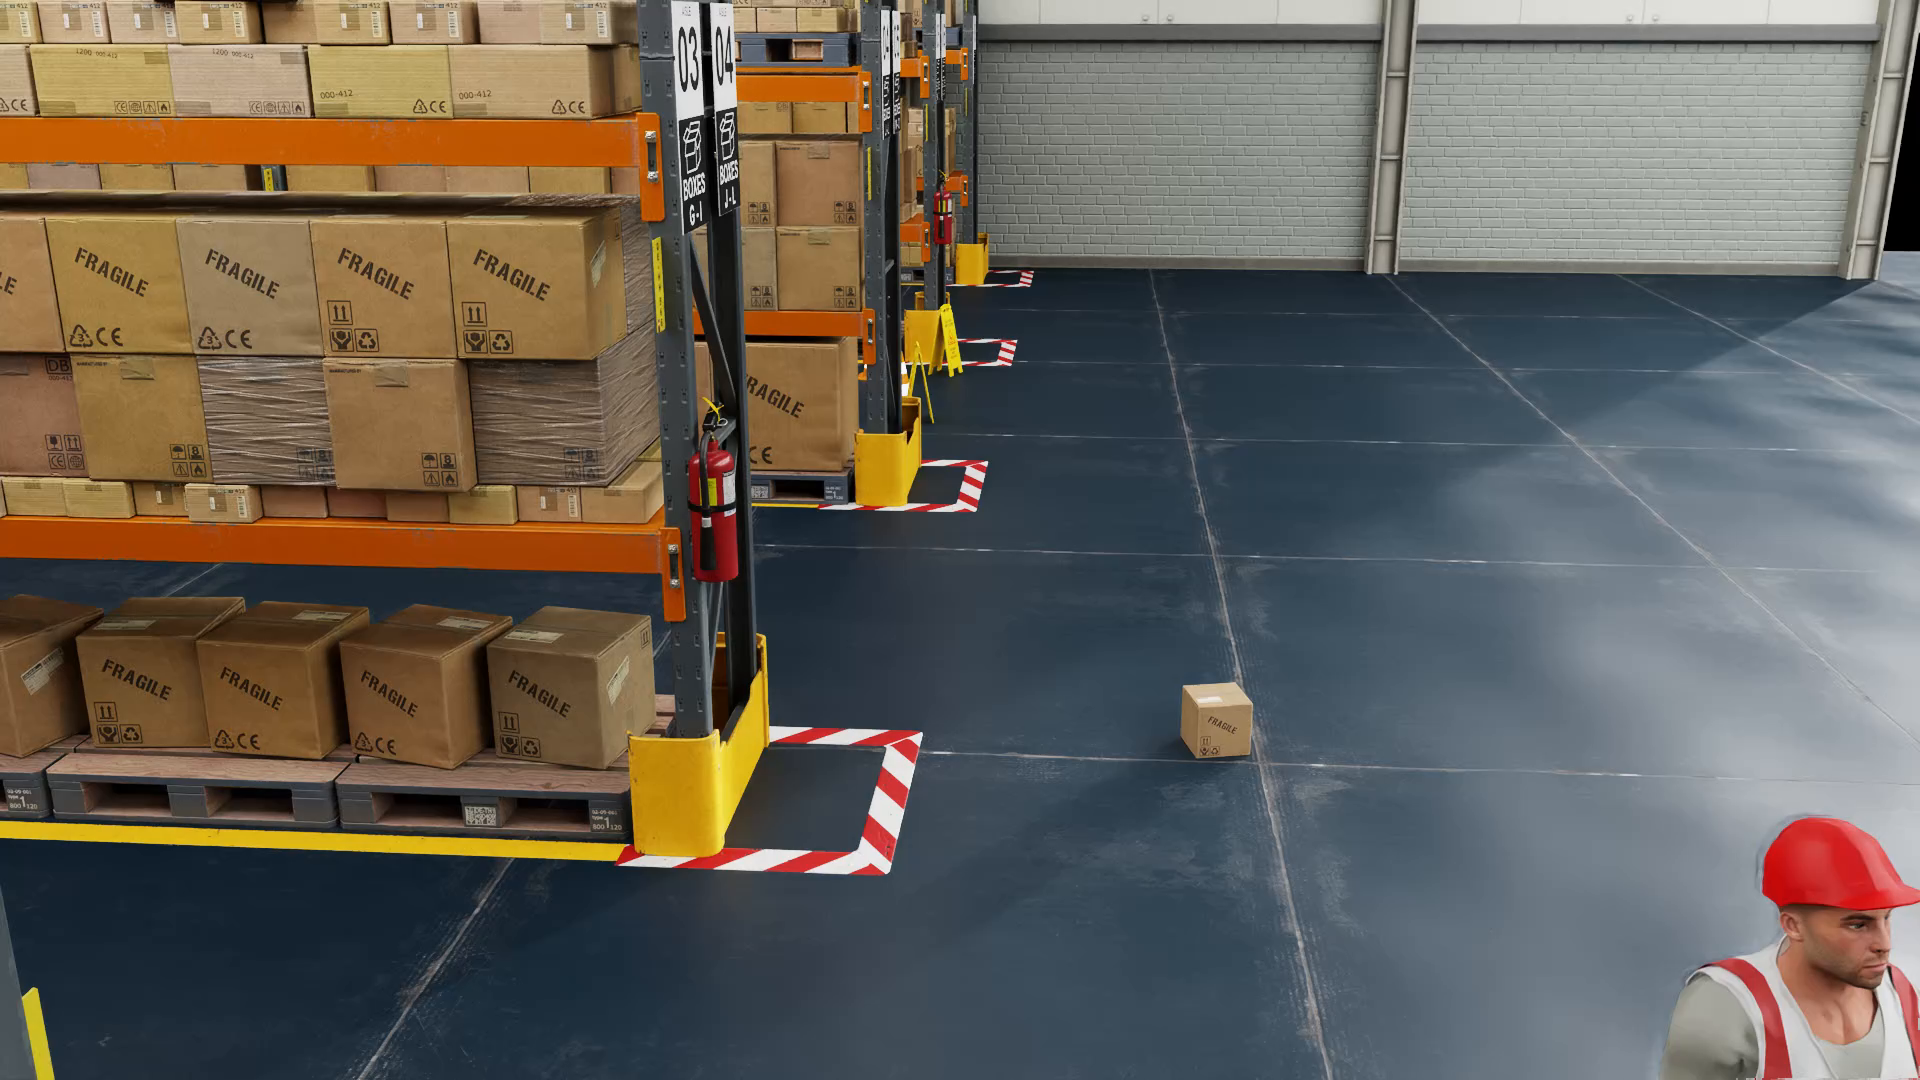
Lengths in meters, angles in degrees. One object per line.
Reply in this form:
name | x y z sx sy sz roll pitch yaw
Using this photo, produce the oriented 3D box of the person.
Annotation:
person | 1.527 1.346 3.126 0.550 1.774 0.632 -2 17 -6
